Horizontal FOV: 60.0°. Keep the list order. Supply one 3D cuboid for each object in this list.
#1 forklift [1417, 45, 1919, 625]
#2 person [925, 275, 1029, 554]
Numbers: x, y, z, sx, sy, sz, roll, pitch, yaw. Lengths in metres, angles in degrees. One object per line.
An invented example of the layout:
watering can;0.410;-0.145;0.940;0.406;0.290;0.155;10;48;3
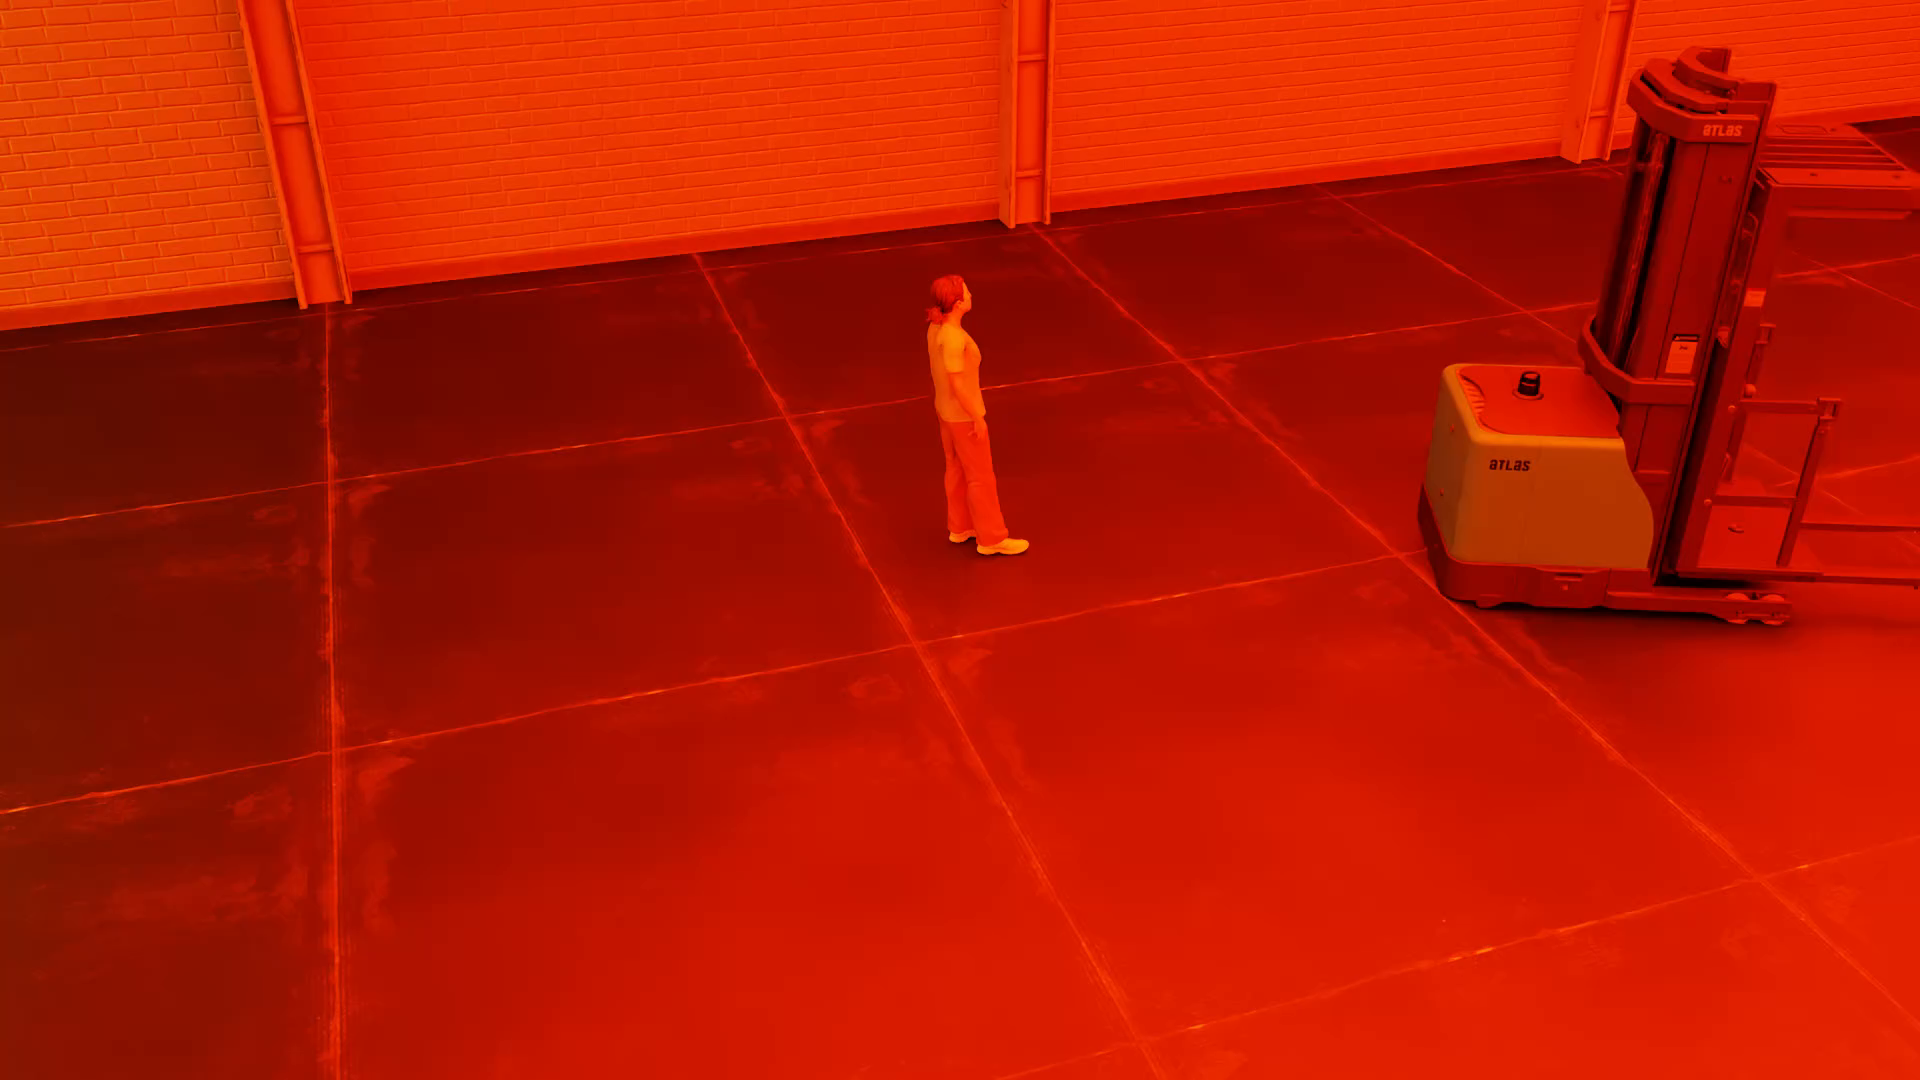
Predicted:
forklift;4.258;-1.077;8.958;3.031;2.935;1.130;2;30;4
person;0.074;-0.734;9.618;0.548;1.663;0.553;-10;31;-16
